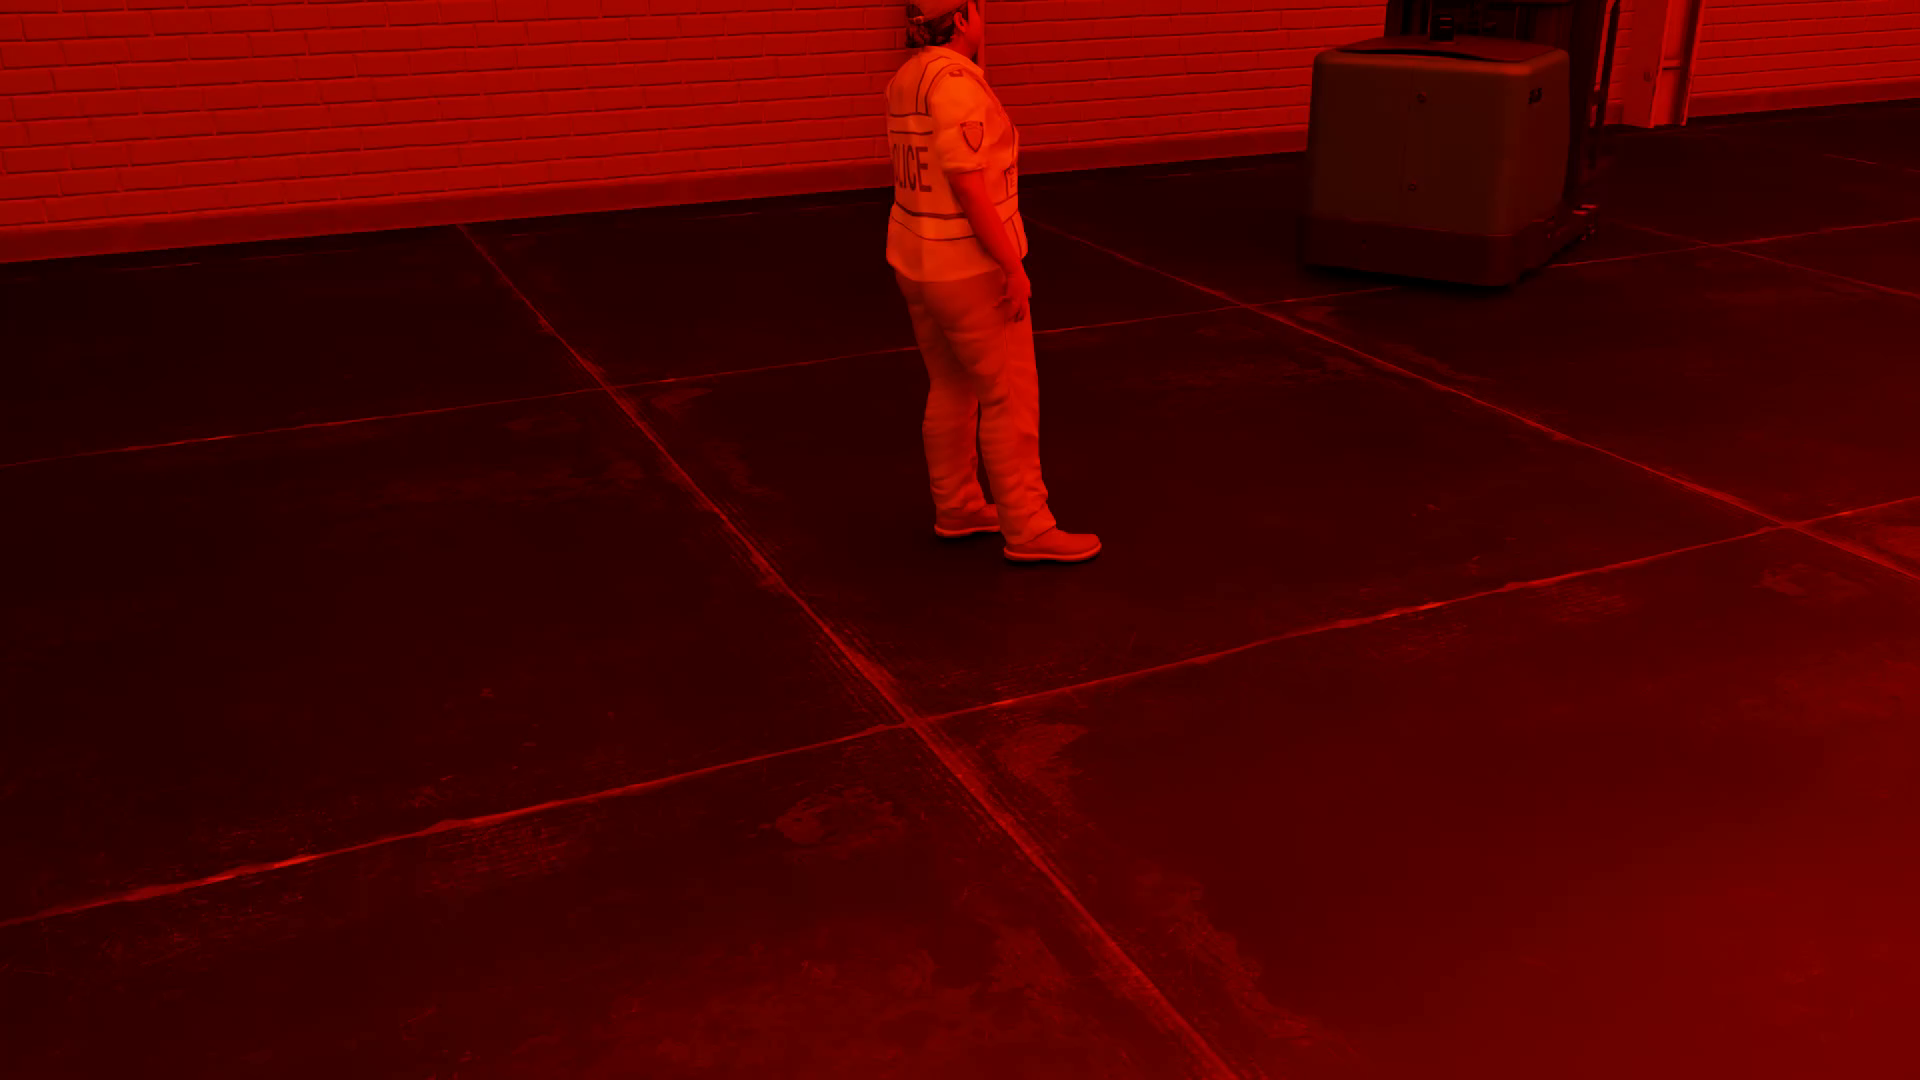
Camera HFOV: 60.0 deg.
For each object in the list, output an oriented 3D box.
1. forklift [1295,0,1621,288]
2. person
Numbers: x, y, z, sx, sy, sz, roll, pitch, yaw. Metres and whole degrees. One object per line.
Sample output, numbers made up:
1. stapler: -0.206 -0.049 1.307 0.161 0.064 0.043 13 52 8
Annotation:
1. forklift: 2.879 -3.056 8.642 1.130 2.935 3.031 14 26 29
2. person: 0.079 -0.780 4.795 0.529 1.670 0.598 -10 25 -23
